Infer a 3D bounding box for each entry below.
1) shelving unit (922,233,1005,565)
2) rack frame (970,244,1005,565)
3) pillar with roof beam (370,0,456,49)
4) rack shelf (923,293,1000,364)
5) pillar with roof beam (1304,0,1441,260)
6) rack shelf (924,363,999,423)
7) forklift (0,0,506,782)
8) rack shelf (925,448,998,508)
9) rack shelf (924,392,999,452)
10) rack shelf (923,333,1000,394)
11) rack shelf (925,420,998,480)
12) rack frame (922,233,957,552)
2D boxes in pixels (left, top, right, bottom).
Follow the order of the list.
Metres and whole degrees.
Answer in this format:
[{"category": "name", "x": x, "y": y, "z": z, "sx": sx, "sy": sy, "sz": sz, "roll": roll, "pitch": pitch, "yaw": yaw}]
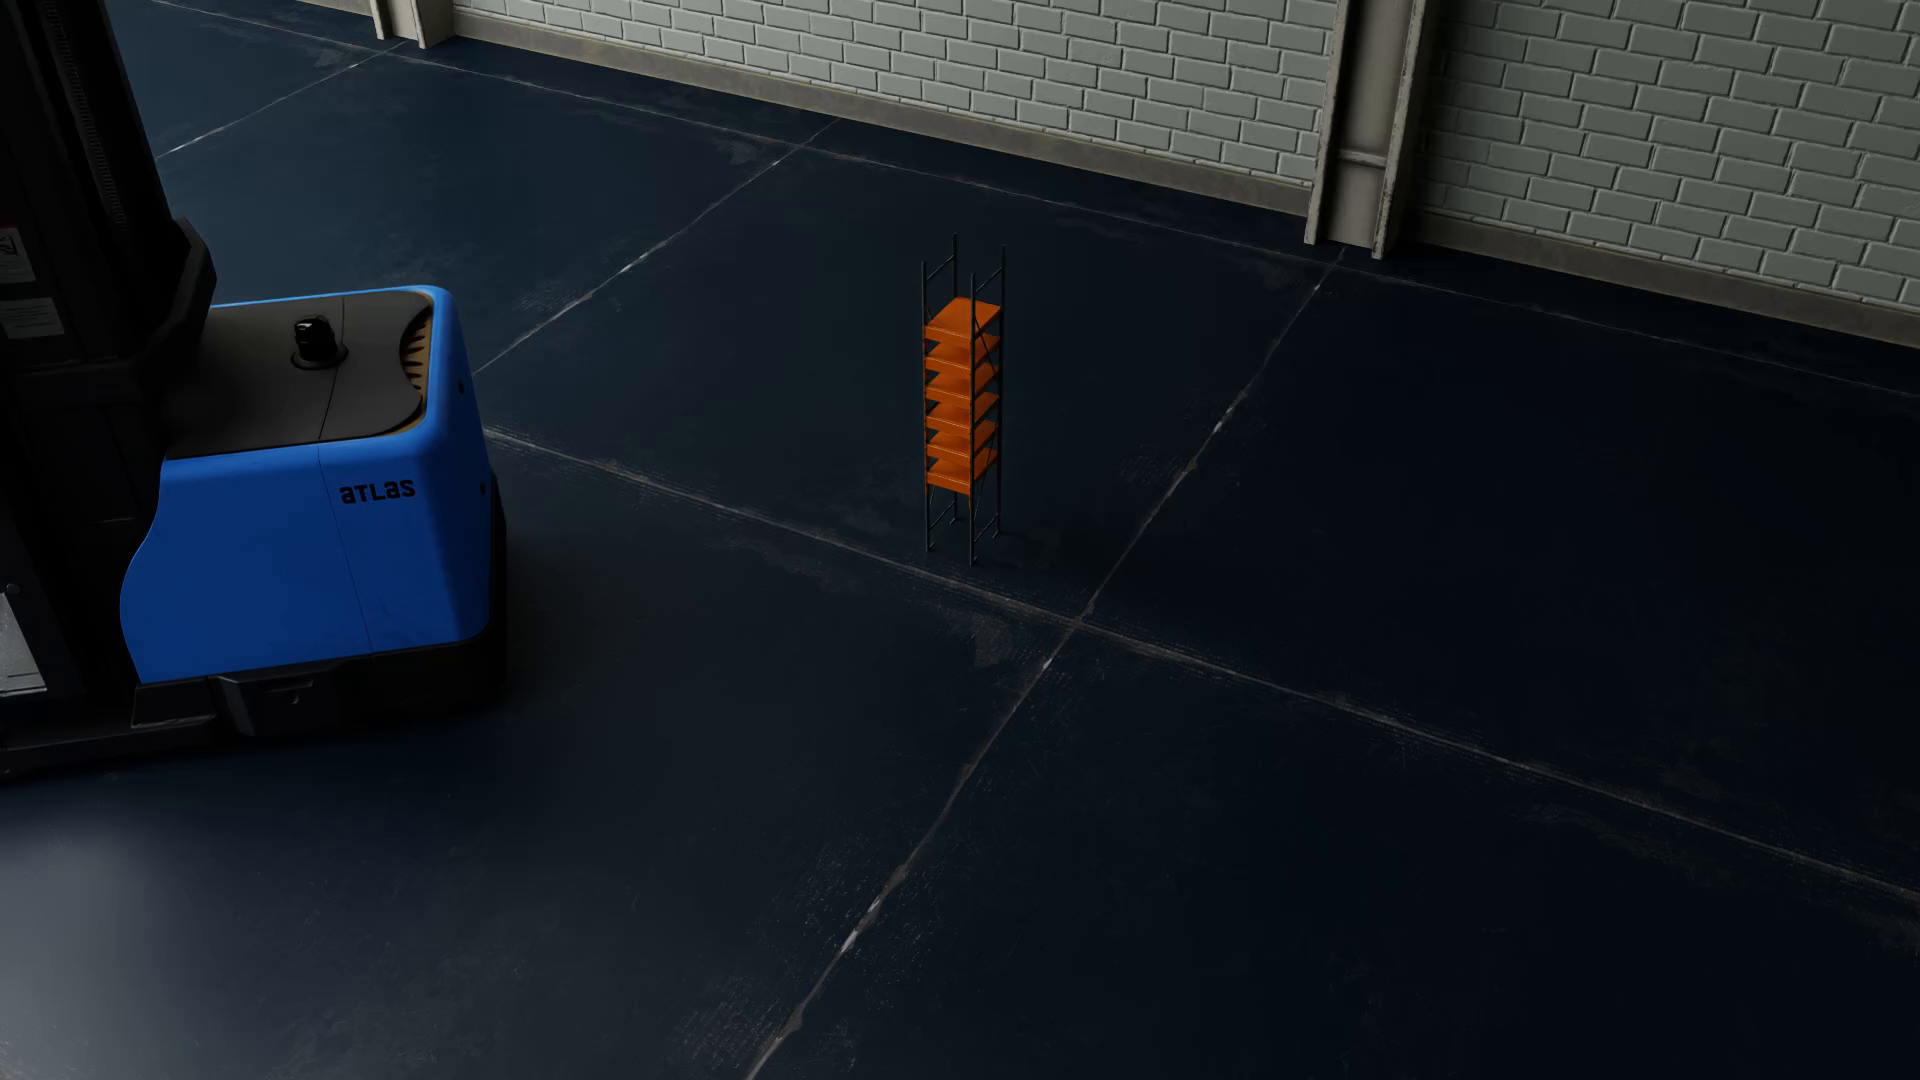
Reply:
[{"category": "shelving unit", "x": 0.013, "y": -0.474, "z": 5.882, "sx": 0.189, "sy": 1.200, "sz": 0.258, "roll": 17, "pitch": 41, "yaw": 21}, {"category": "rack frame", "x": 0.094, "y": -0.448, "z": 5.848, "sx": 0.006, "sy": 1.200, "sz": 0.240, "roll": 17, "pitch": 41, "yaw": 21}, {"category": "pillar with roof beam", "x": -5.371, "y": -4.432, "z": 4.646, "sx": 0.400, "sy": 9.000, "sz": 9.100, "roll": 17, "pitch": 41, "yaw": 21}, {"category": "rack shelf", "x": 0.013, "y": -0.725, "z": 5.691, "sx": 0.180, "sy": 0.103, "sz": 0.258, "roll": 17, "pitch": 41, "yaw": 21}, {"category": "pillar with roof beam", "x": -0.043, "y": -2.763, "z": 2.448, "sx": 0.400, "sy": 9.000, "sz": 9.100, "roll": 17, "pitch": 41, "yaw": 21}, {"category": "rack shelf", "x": 0.013, "y": -0.534, "z": 5.836, "sx": 0.180, "sy": 0.103, "sz": 0.258, "roll": 17, "pitch": 41, "yaw": 21}, {"category": "forklift", "x": -3.084, "y": -0.718, "z": 4.772, "sx": 3.031, "sy": 2.935, "sz": 1.130, "roll": -7, "pitch": 38, "yaw": -10}, {"category": "rack shelf", "x": 0.013, "y": -0.247, "z": 6.054, "sx": 0.180, "sy": 0.103, "sz": 0.258, "roll": 17, "pitch": 41, "yaw": 21}, {"category": "rack shelf", "x": 0.013, "y": -0.438, "z": 5.909, "sx": 0.180, "sy": 0.103, "sz": 0.258, "roll": 17, "pitch": 41, "yaw": 21}, {"category": "rack shelf", "x": 0.013, "y": -0.630, "z": 5.764, "sx": 0.180, "sy": 0.103, "sz": 0.258, "roll": 17, "pitch": 41, "yaw": 21}, {"category": "rack shelf", "x": 0.013, "y": -0.343, "z": 5.981, "sx": 0.180, "sy": 0.103, "sz": 0.258, "roll": 17, "pitch": 41, "yaw": 21}, {"category": "rack frame", "x": -0.068, "y": -0.499, "z": 5.915, "sx": 0.006, "sy": 1.200, "sz": 0.240, "roll": 17, "pitch": 41, "yaw": 21}]
